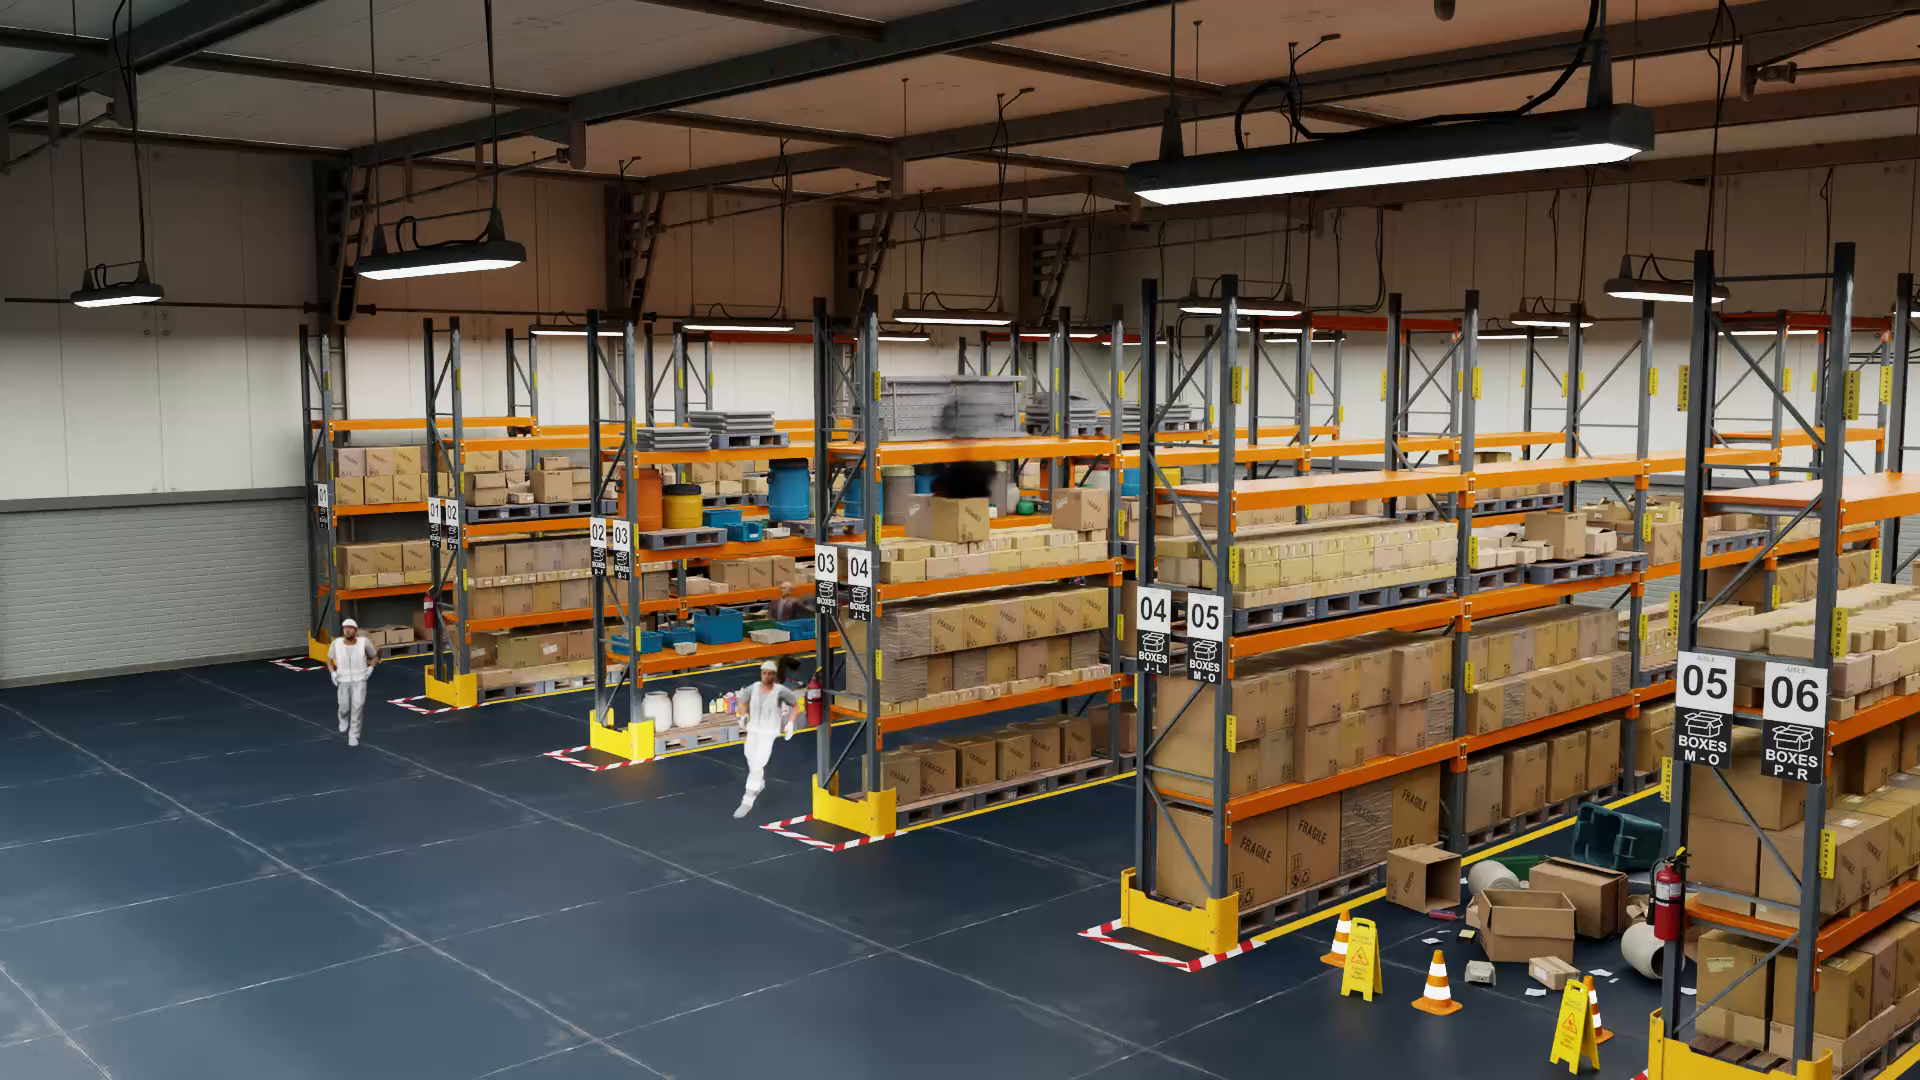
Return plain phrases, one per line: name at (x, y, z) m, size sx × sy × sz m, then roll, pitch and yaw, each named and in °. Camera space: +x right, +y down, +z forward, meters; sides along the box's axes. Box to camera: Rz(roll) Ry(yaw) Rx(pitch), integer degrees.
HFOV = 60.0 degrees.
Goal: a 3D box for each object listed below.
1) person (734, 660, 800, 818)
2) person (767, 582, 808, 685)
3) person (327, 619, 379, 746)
person at (-2.320, 2.300, 19.565) m, size 0.723 × 1.783 × 0.932 m, roll 2°, pitch 6°, yaw 20°
person at (-2.826, 1.683, 27.096) m, size 0.721 × 1.495 × 0.958 m, roll 4°, pitch 7°, yaw 37°
person at (-8.471, 1.961, 23.233) m, size 0.677 × 1.755 × 0.648 m, roll -2°, pitch 6°, yaw -16°
